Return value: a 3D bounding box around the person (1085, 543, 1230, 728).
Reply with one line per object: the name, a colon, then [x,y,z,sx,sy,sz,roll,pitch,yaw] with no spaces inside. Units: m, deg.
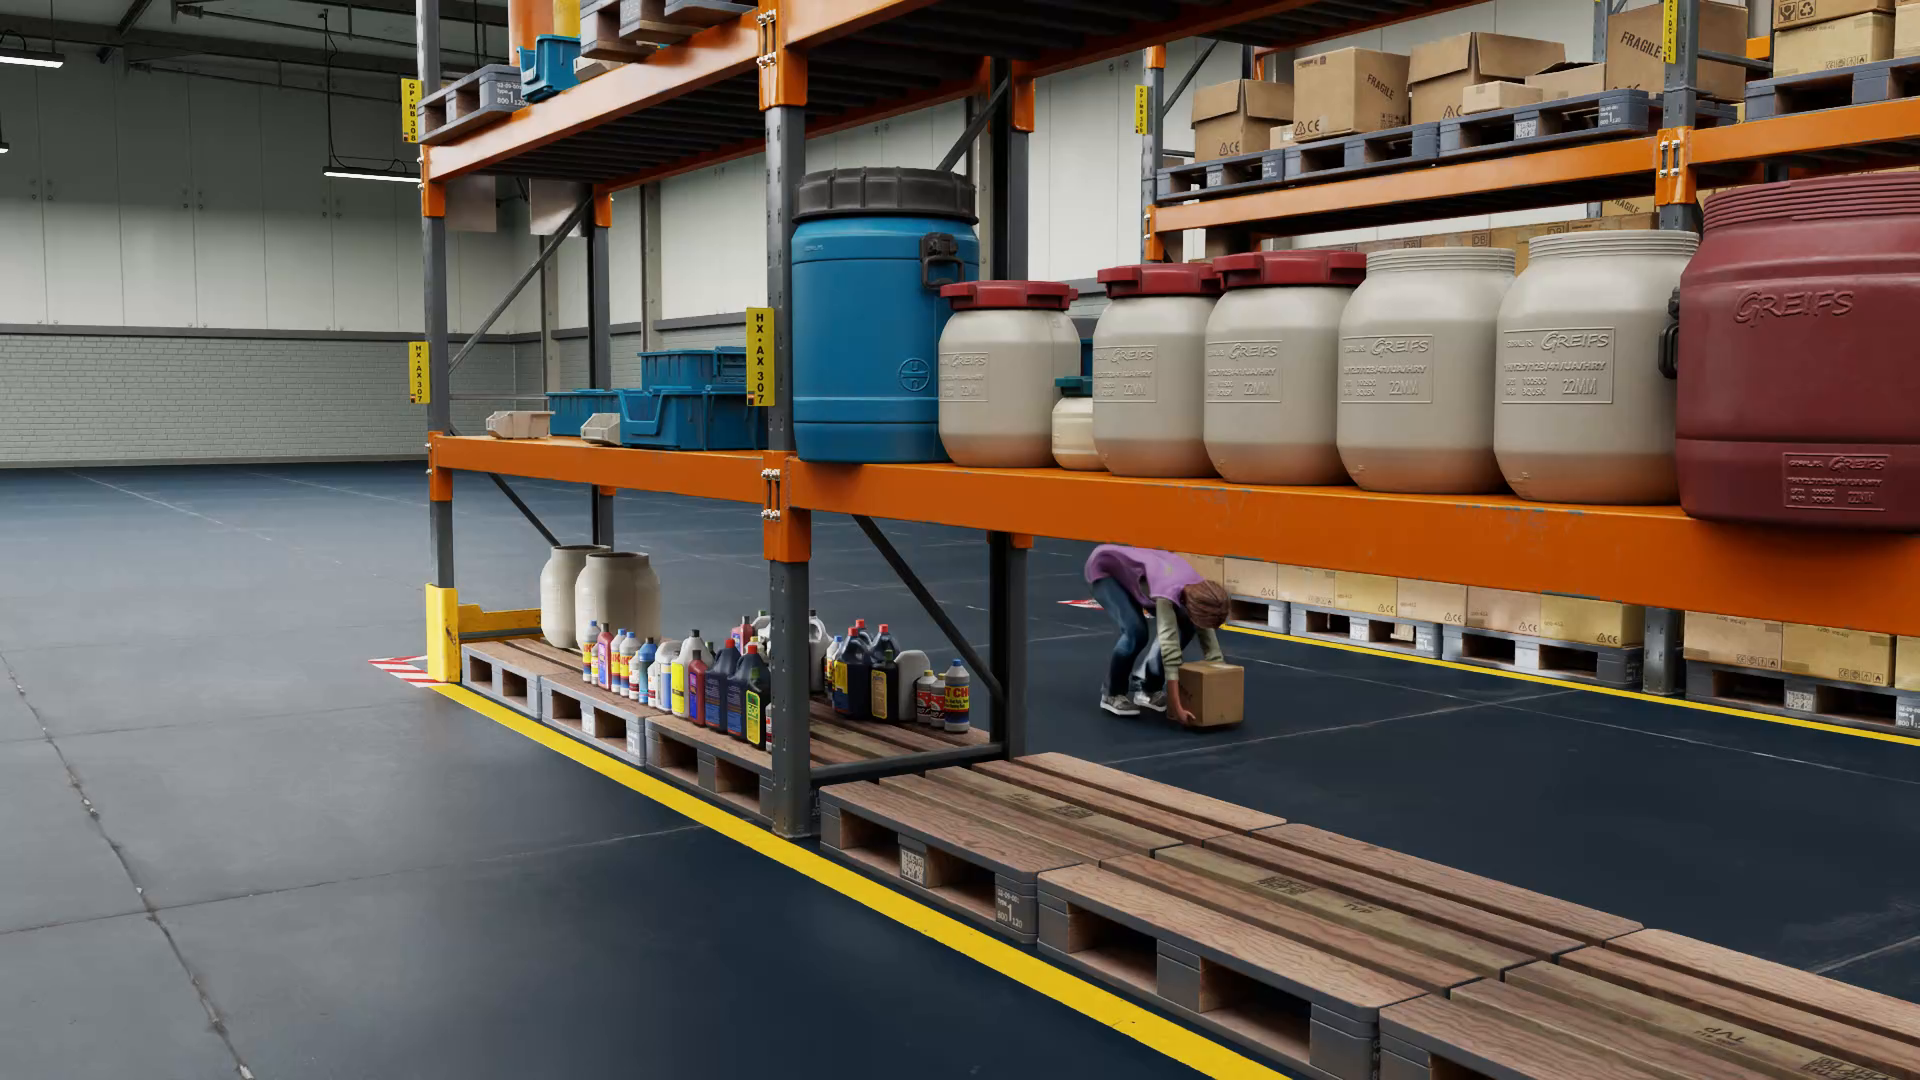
person: [0.933,0.416,7.838,0.403,0.844,0.854,-4,6,-36]
